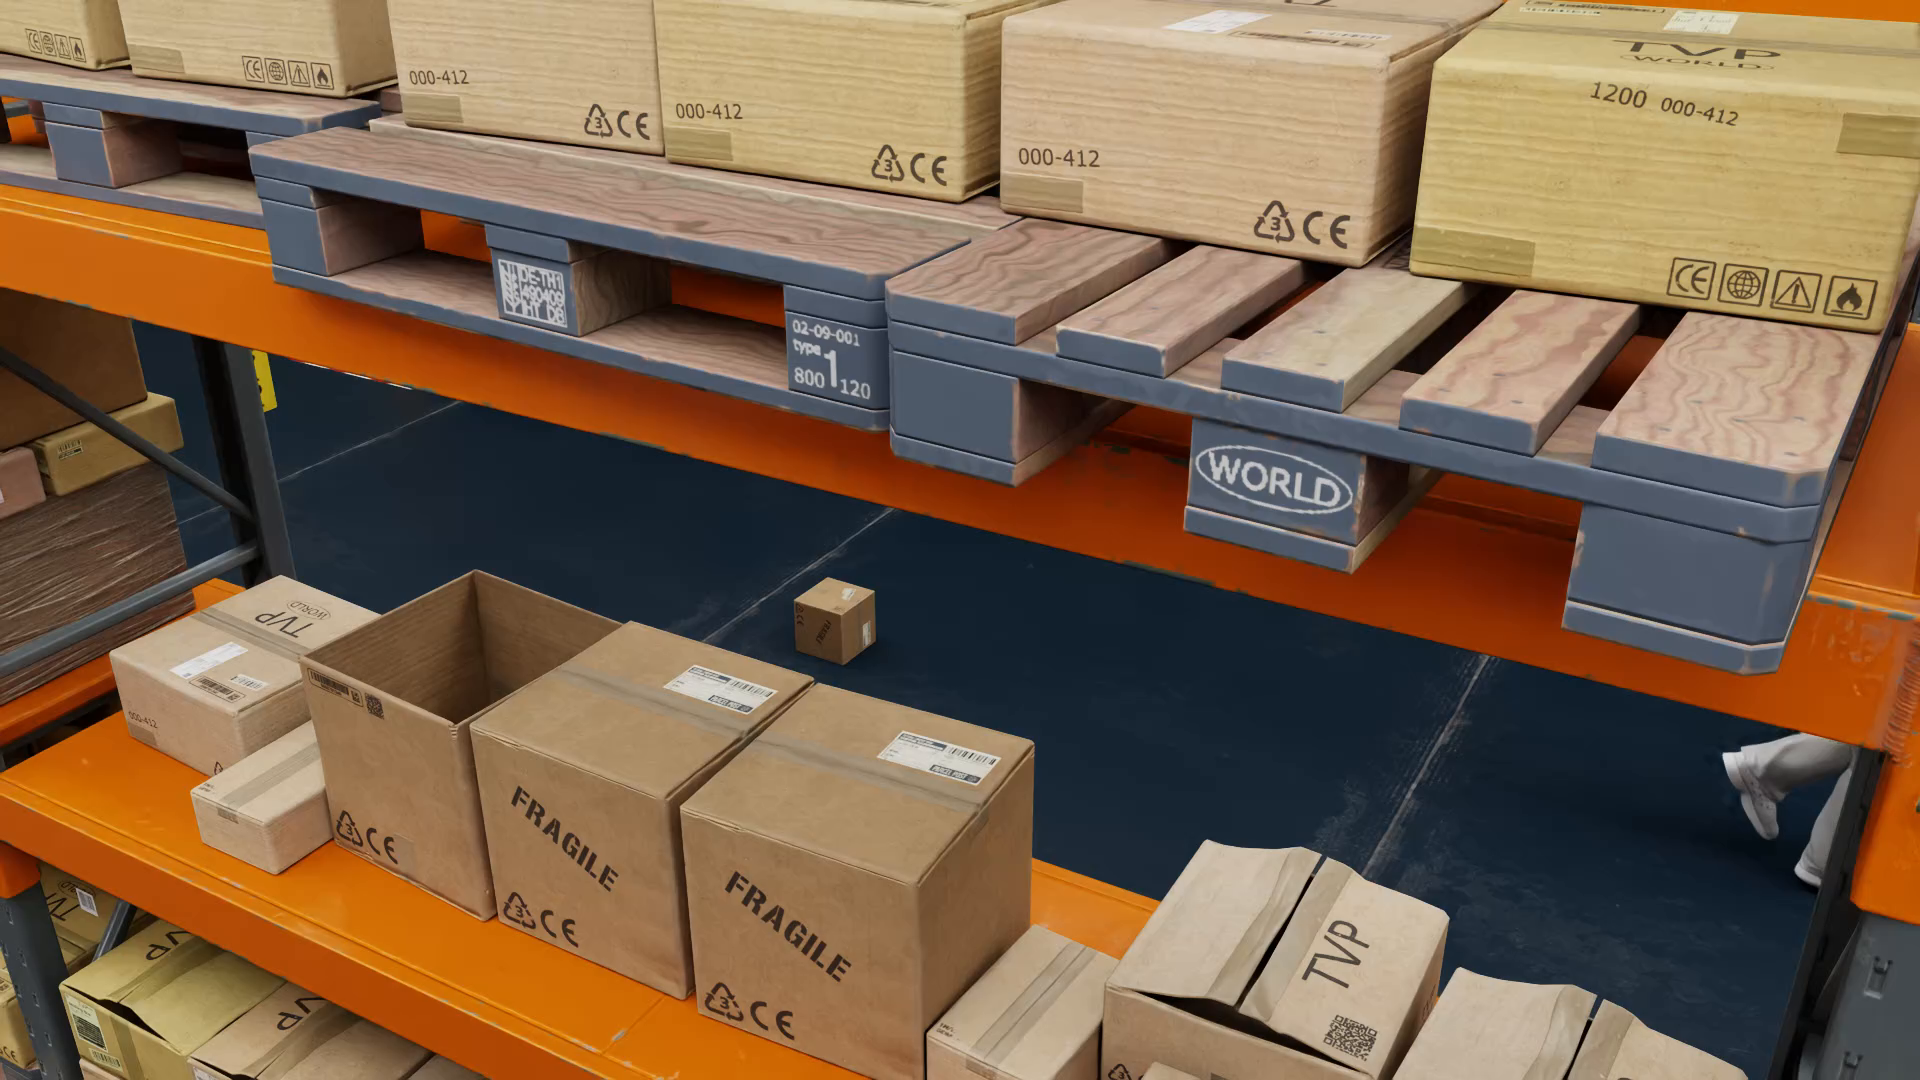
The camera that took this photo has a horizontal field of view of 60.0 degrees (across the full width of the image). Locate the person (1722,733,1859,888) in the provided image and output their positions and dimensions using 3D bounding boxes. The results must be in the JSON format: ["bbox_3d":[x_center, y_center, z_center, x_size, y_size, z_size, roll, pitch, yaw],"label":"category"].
[{"bbox_3d":[2.921,0.357,5.355,0.666,1.765,0.596,11,28,21],"label":"person"}]
